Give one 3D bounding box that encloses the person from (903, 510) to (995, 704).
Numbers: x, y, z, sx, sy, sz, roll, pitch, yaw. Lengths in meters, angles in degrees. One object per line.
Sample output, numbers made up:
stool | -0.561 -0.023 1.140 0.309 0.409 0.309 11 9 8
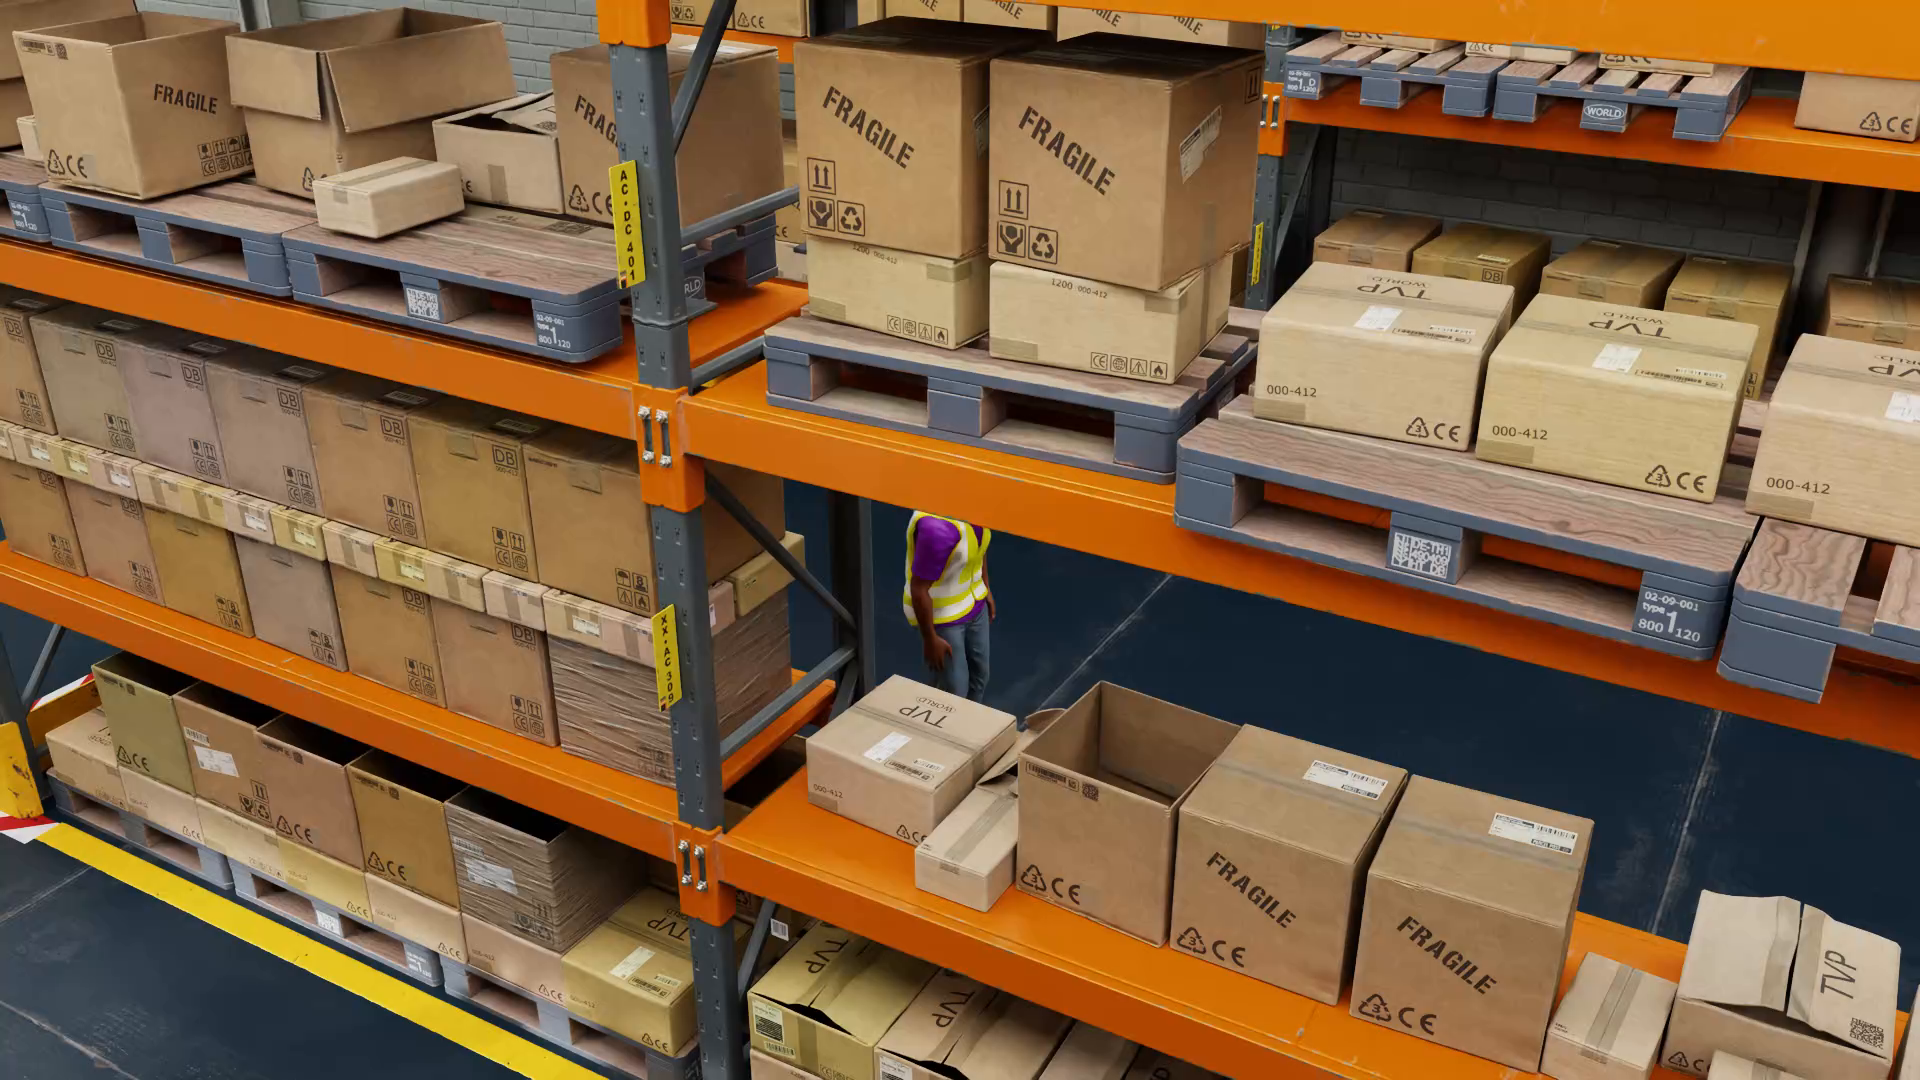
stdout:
person | -0.006 0.330 7.502 0.461 1.759 0.621 13 29 24
